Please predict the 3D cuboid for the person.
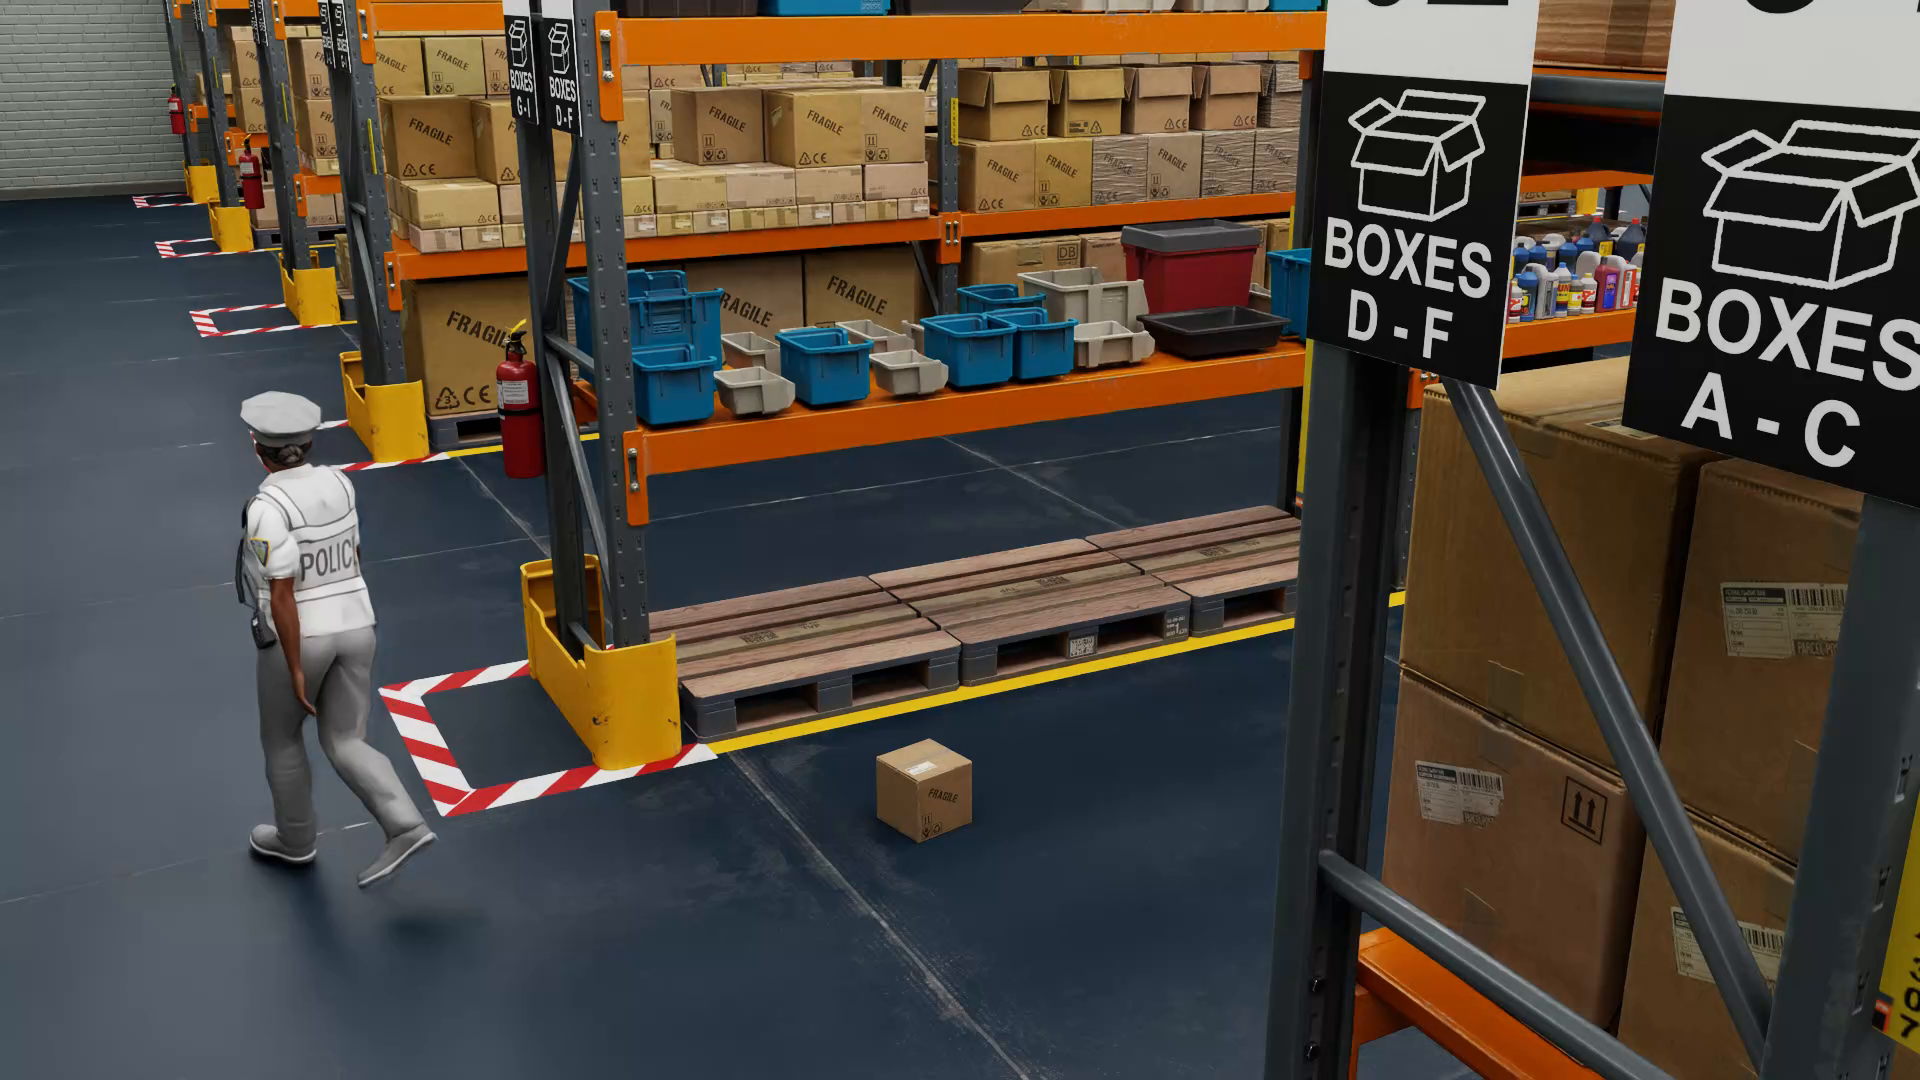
[{"bbox_3d":[-2.091,0.334,5.555,0.852,1.634,0.477,10,21,26],"label":"person"}]
